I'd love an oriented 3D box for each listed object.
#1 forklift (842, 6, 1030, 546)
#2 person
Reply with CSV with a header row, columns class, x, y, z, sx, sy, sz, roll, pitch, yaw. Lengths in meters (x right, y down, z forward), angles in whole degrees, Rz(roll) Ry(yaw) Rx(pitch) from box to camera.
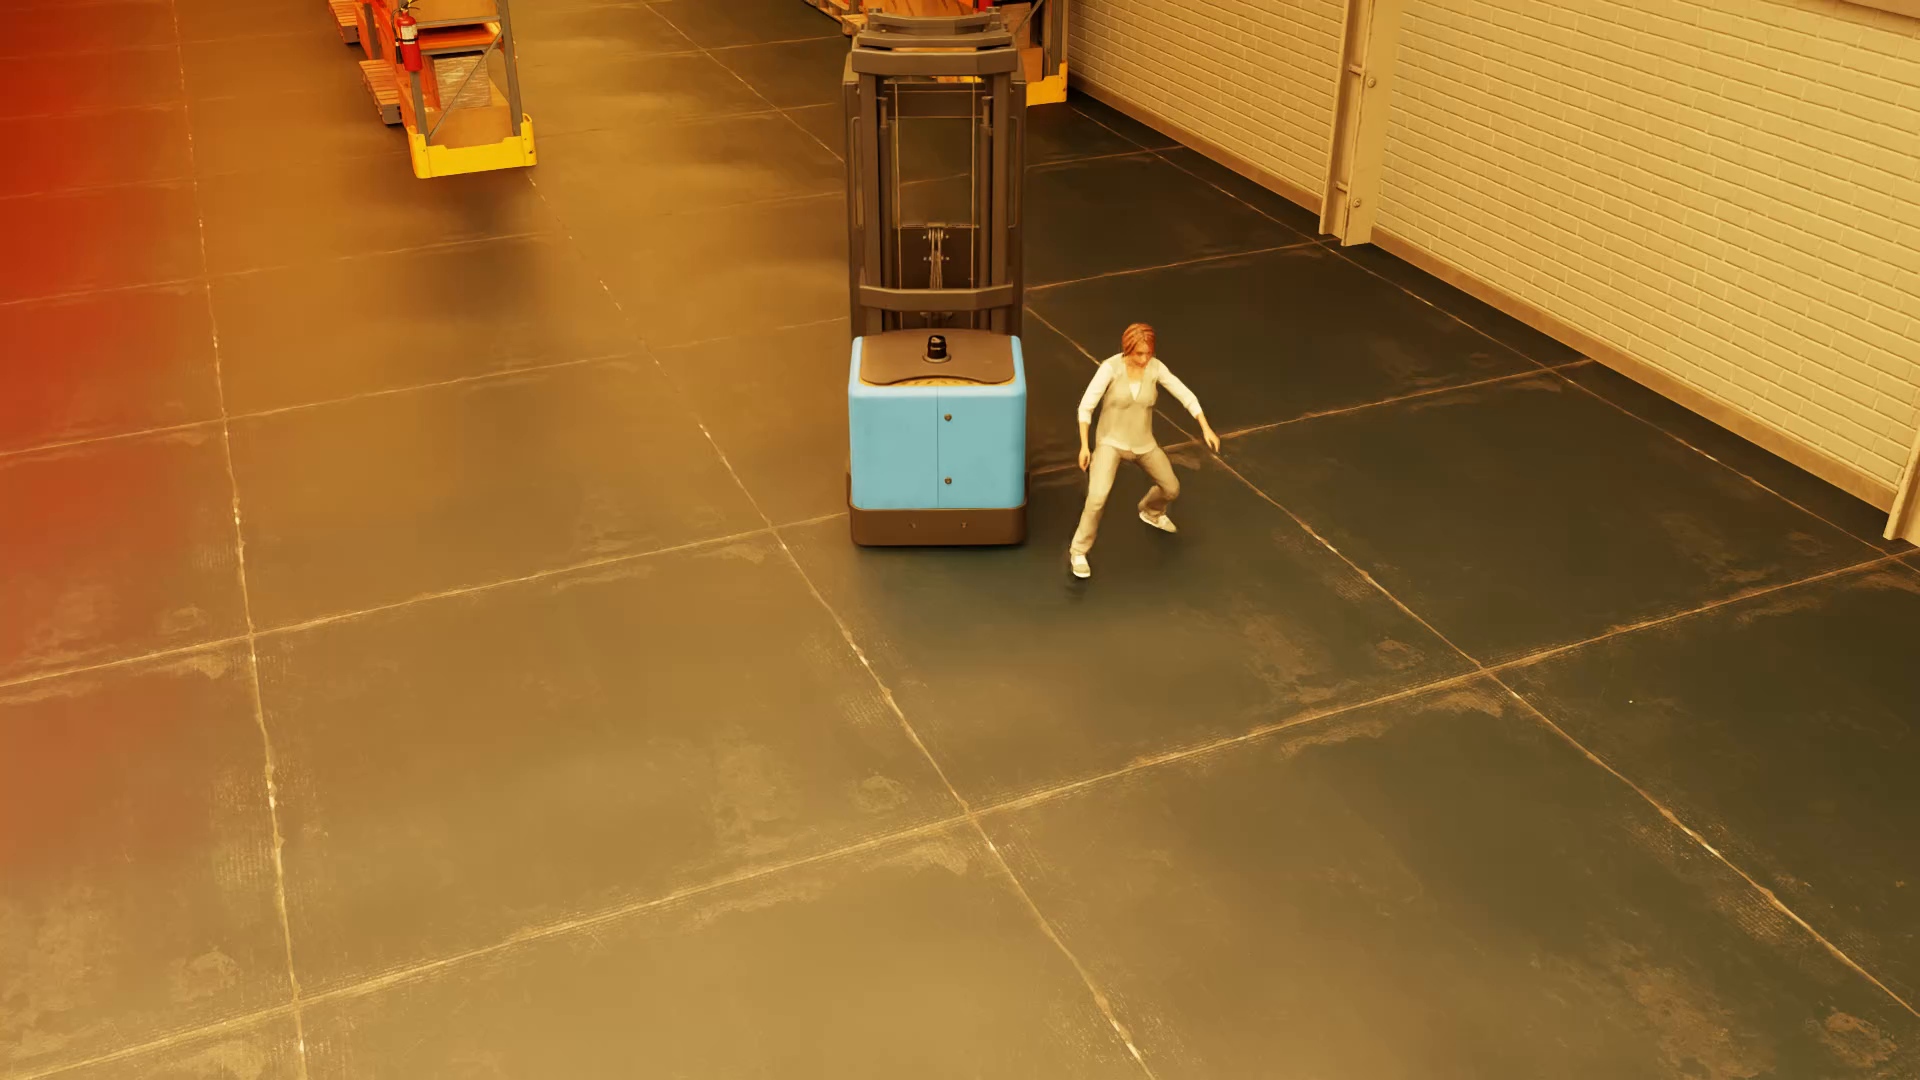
class,x,y,z,sx,sy,sz,roll,pitch,yaw
forklift,-0.154,-1.932,10.498,1.130,2.935,3.031,-1,30,-1
person,1.021,-0.551,9.630,0.855,1.462,0.738,-6,30,-10
